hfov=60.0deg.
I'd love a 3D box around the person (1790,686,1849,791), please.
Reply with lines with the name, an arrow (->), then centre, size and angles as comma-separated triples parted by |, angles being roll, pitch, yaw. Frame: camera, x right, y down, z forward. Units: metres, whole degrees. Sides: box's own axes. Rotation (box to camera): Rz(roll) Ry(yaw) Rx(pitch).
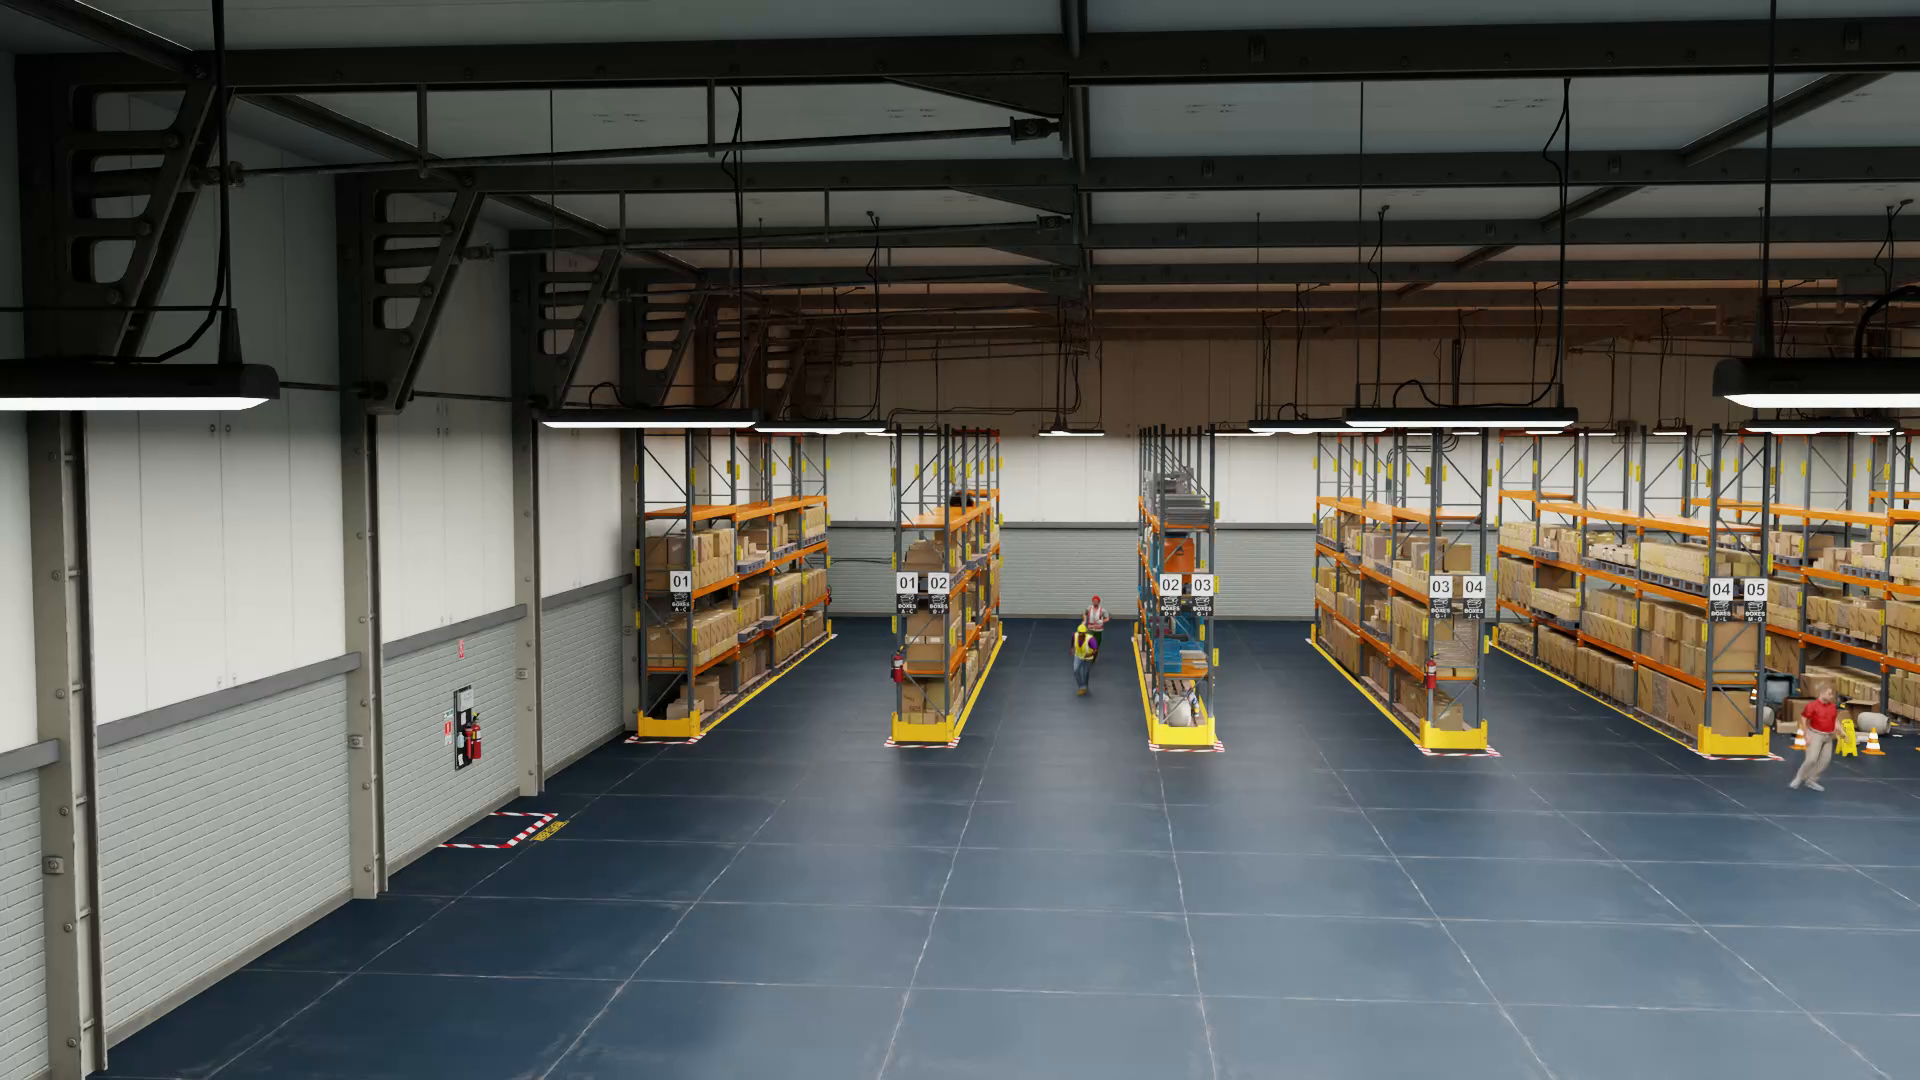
person -> 13.966, 3.239, 27.026 | 0.784, 1.717, 0.601 | -1, 4, -19

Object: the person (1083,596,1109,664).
person -> 3.413, 2.299, 41.766 | 0.676, 1.808, 0.655 | 1, 4, 12

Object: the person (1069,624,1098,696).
person -> 2.780, 2.637, 37.217 | 0.716, 1.598, 1.078 | 1, 4, 16
